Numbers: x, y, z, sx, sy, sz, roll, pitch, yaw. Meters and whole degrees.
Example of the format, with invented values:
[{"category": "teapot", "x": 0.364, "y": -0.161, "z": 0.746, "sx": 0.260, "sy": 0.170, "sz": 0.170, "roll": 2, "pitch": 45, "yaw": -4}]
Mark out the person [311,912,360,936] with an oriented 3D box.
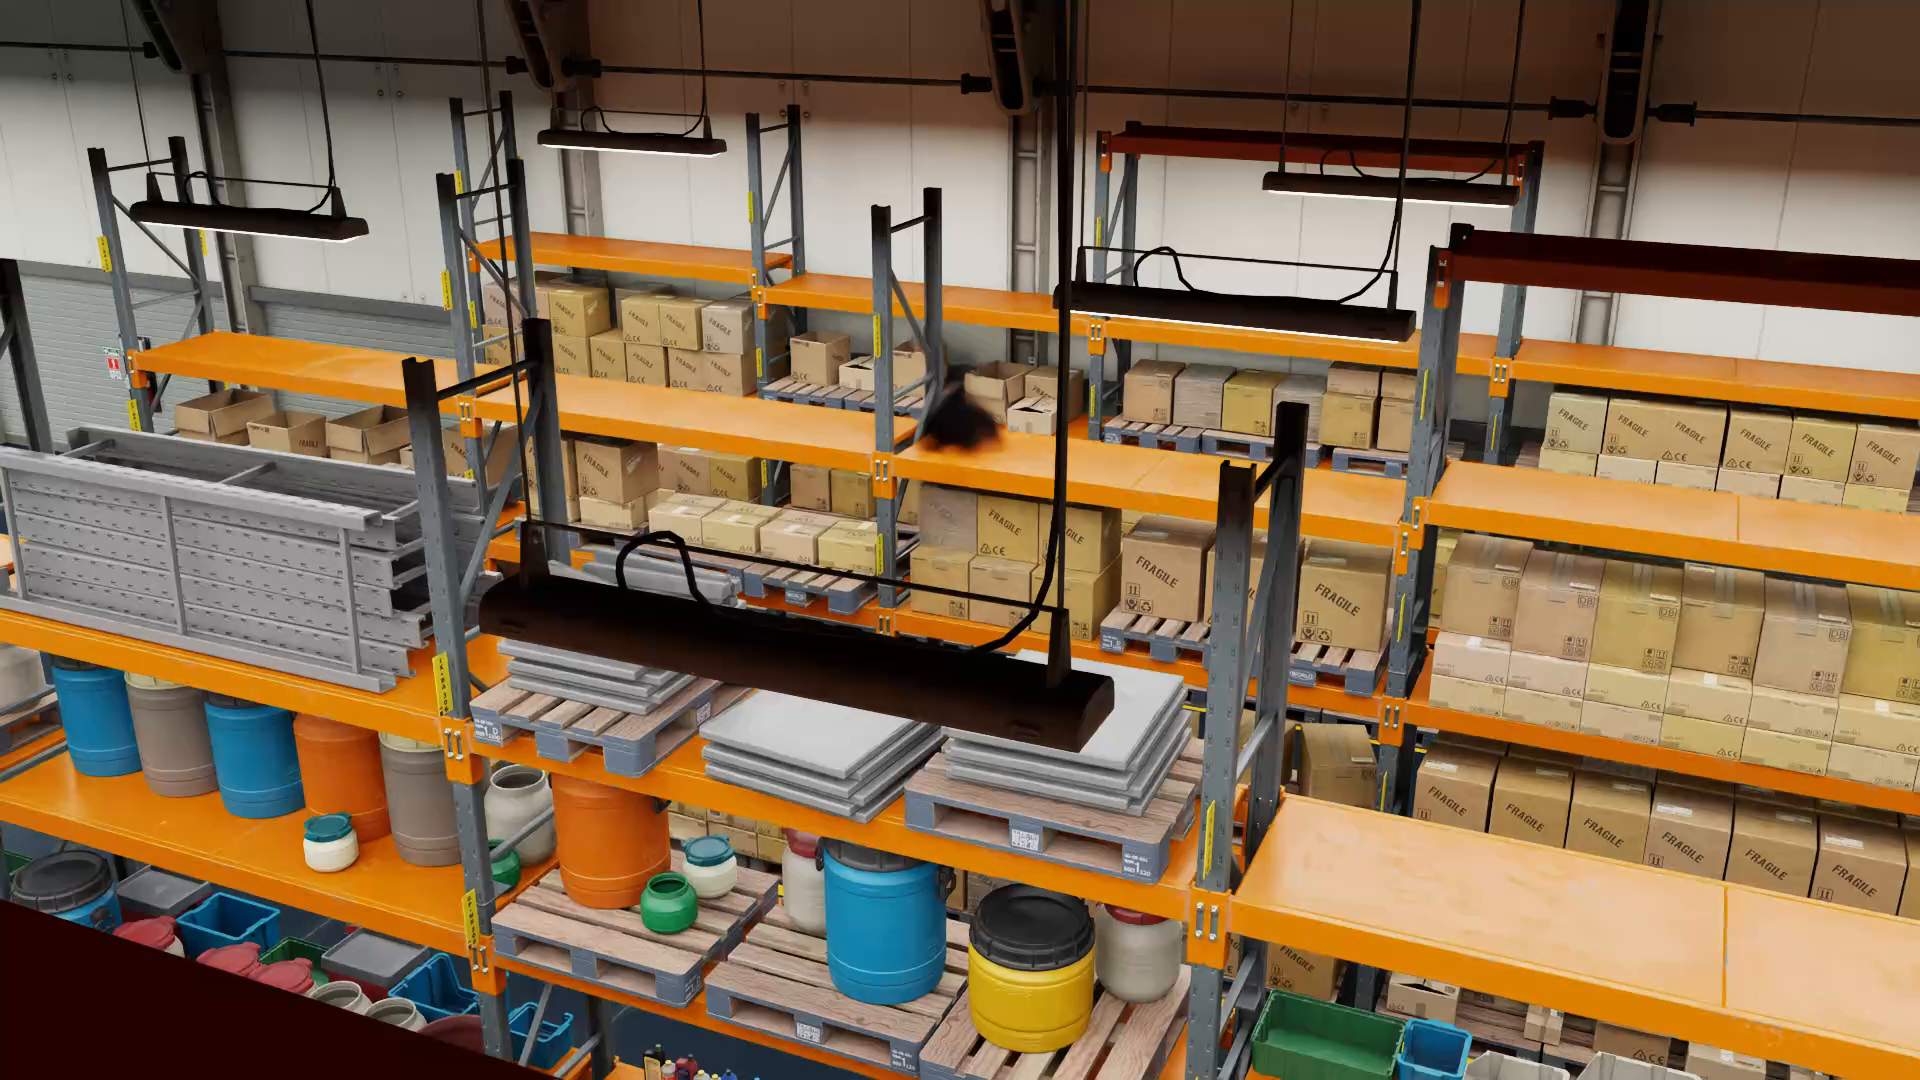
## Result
[{"category": "person", "x": -4.474, "y": 2.923, "z": 12.592, "sx": 1.114, "sy": 1.567, "sz": 0.663, "roll": 18, "pitch": 27, "yaw": 40}]
